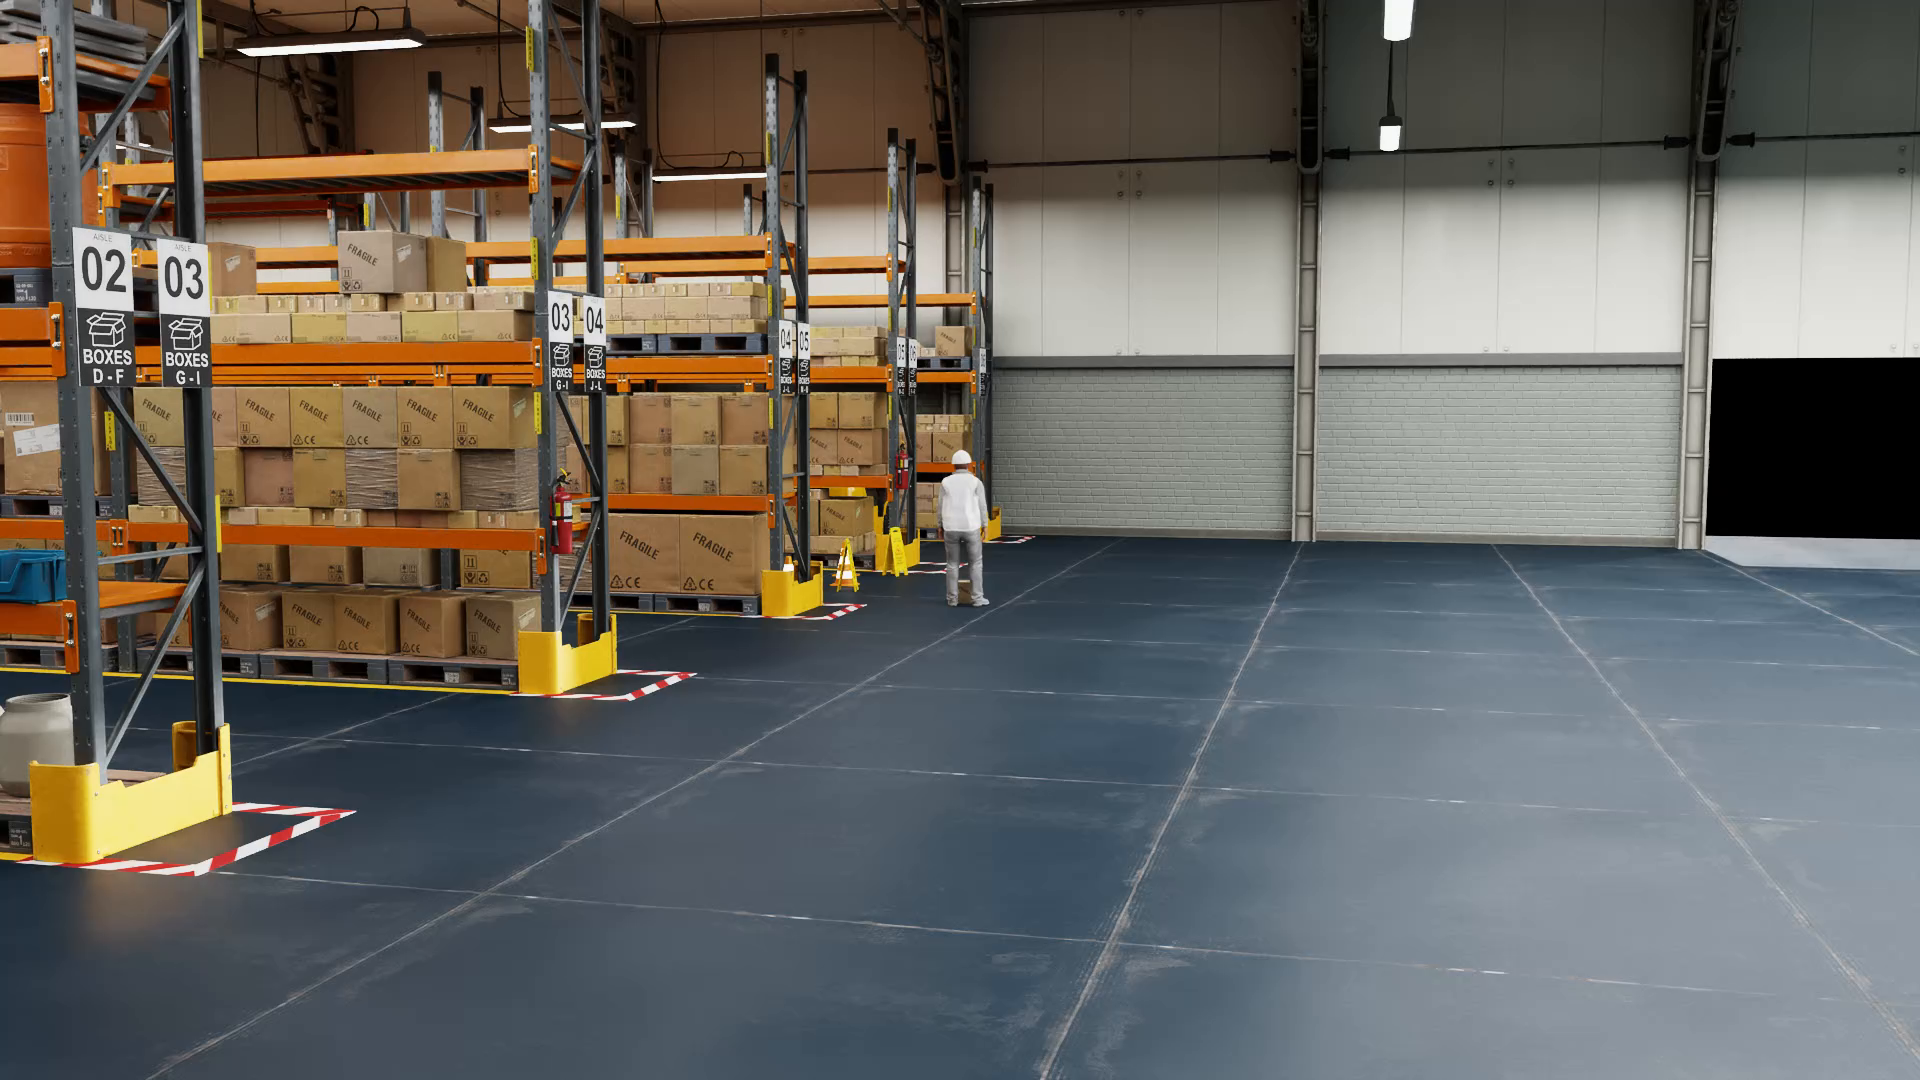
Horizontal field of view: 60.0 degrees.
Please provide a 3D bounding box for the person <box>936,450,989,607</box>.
[{"bbox_3d":[0.027,-0.136,18.976,0.590,1.773,0.459,1,5,11],"label":"person"}]
